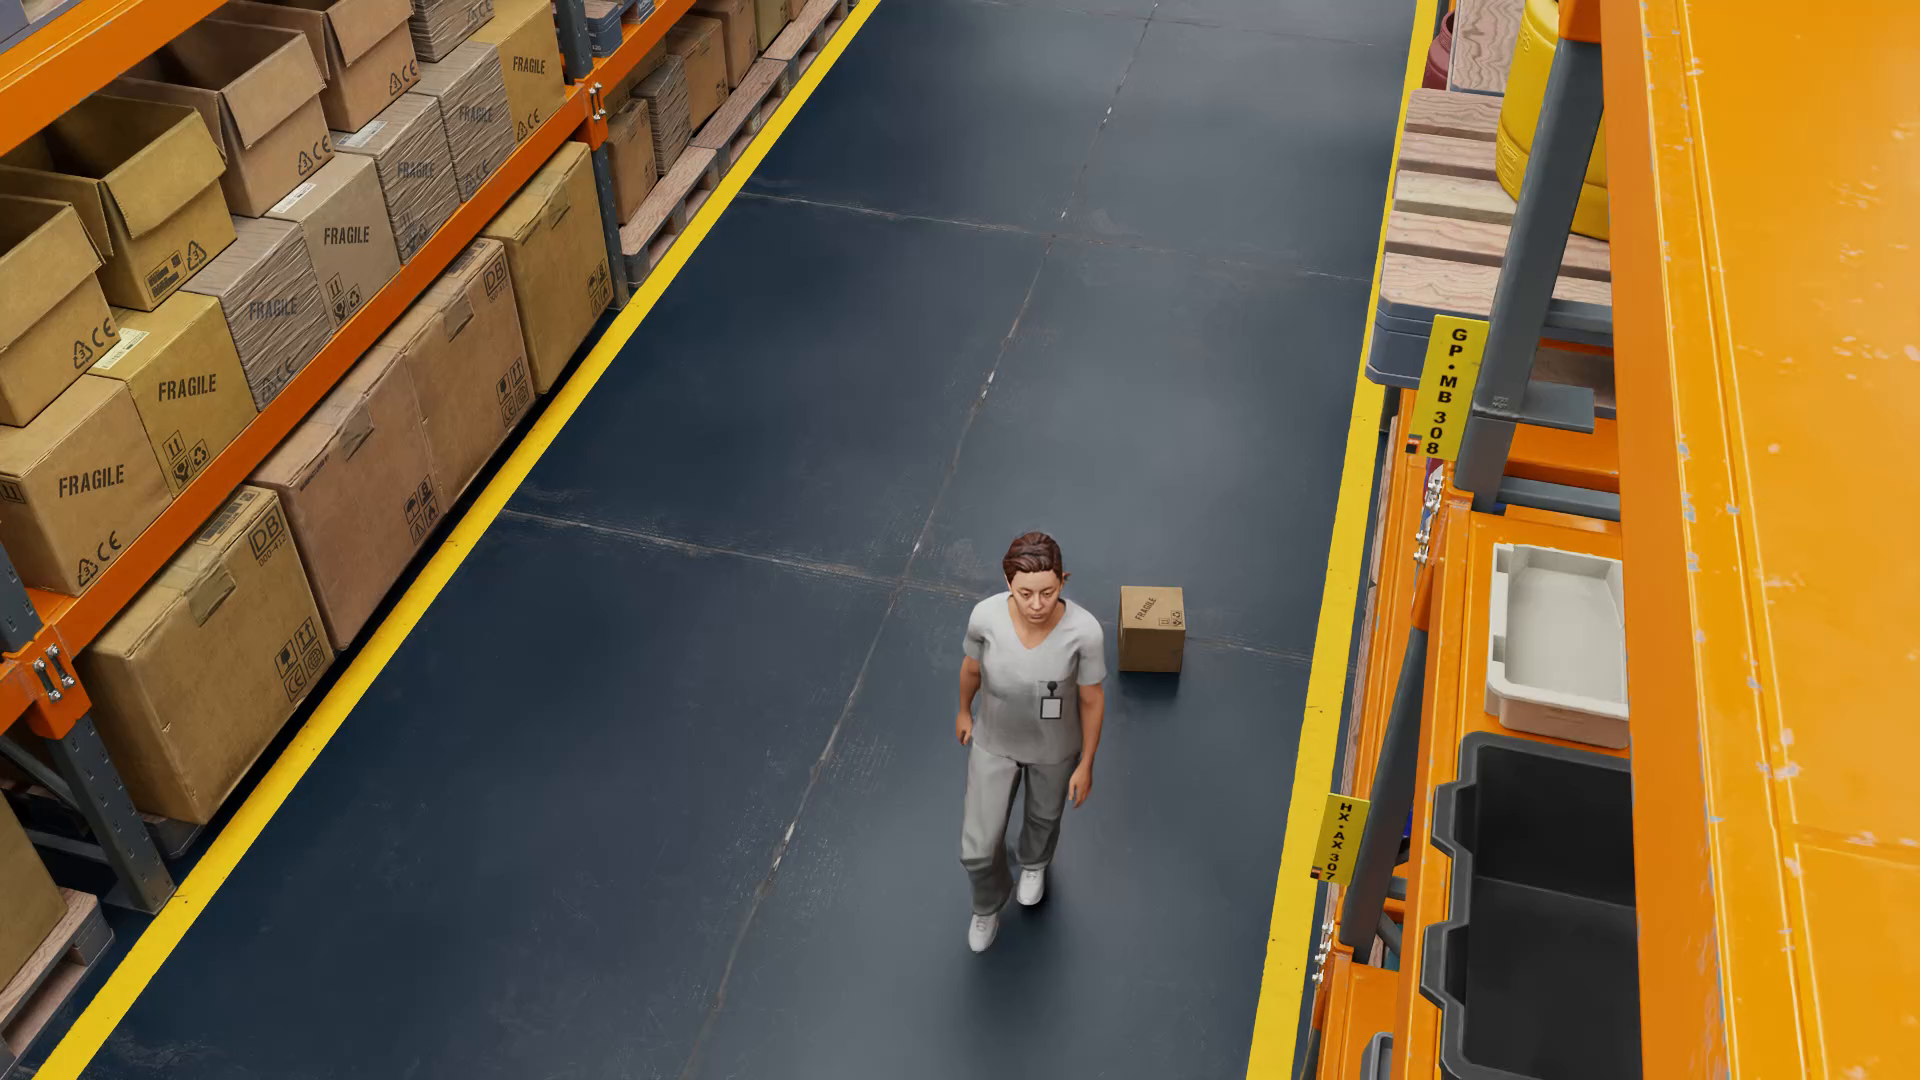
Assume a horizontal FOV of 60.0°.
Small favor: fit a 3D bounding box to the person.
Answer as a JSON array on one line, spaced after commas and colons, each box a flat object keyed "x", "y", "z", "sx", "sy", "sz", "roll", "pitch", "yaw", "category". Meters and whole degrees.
[{"x": 0.215, "y": 0.678, "z": 5.390, "sx": 0.483, "sy": 1.716, "sz": 0.522, "roll": 4, "pitch": 41, "yaw": 4, "category": "person"}]
